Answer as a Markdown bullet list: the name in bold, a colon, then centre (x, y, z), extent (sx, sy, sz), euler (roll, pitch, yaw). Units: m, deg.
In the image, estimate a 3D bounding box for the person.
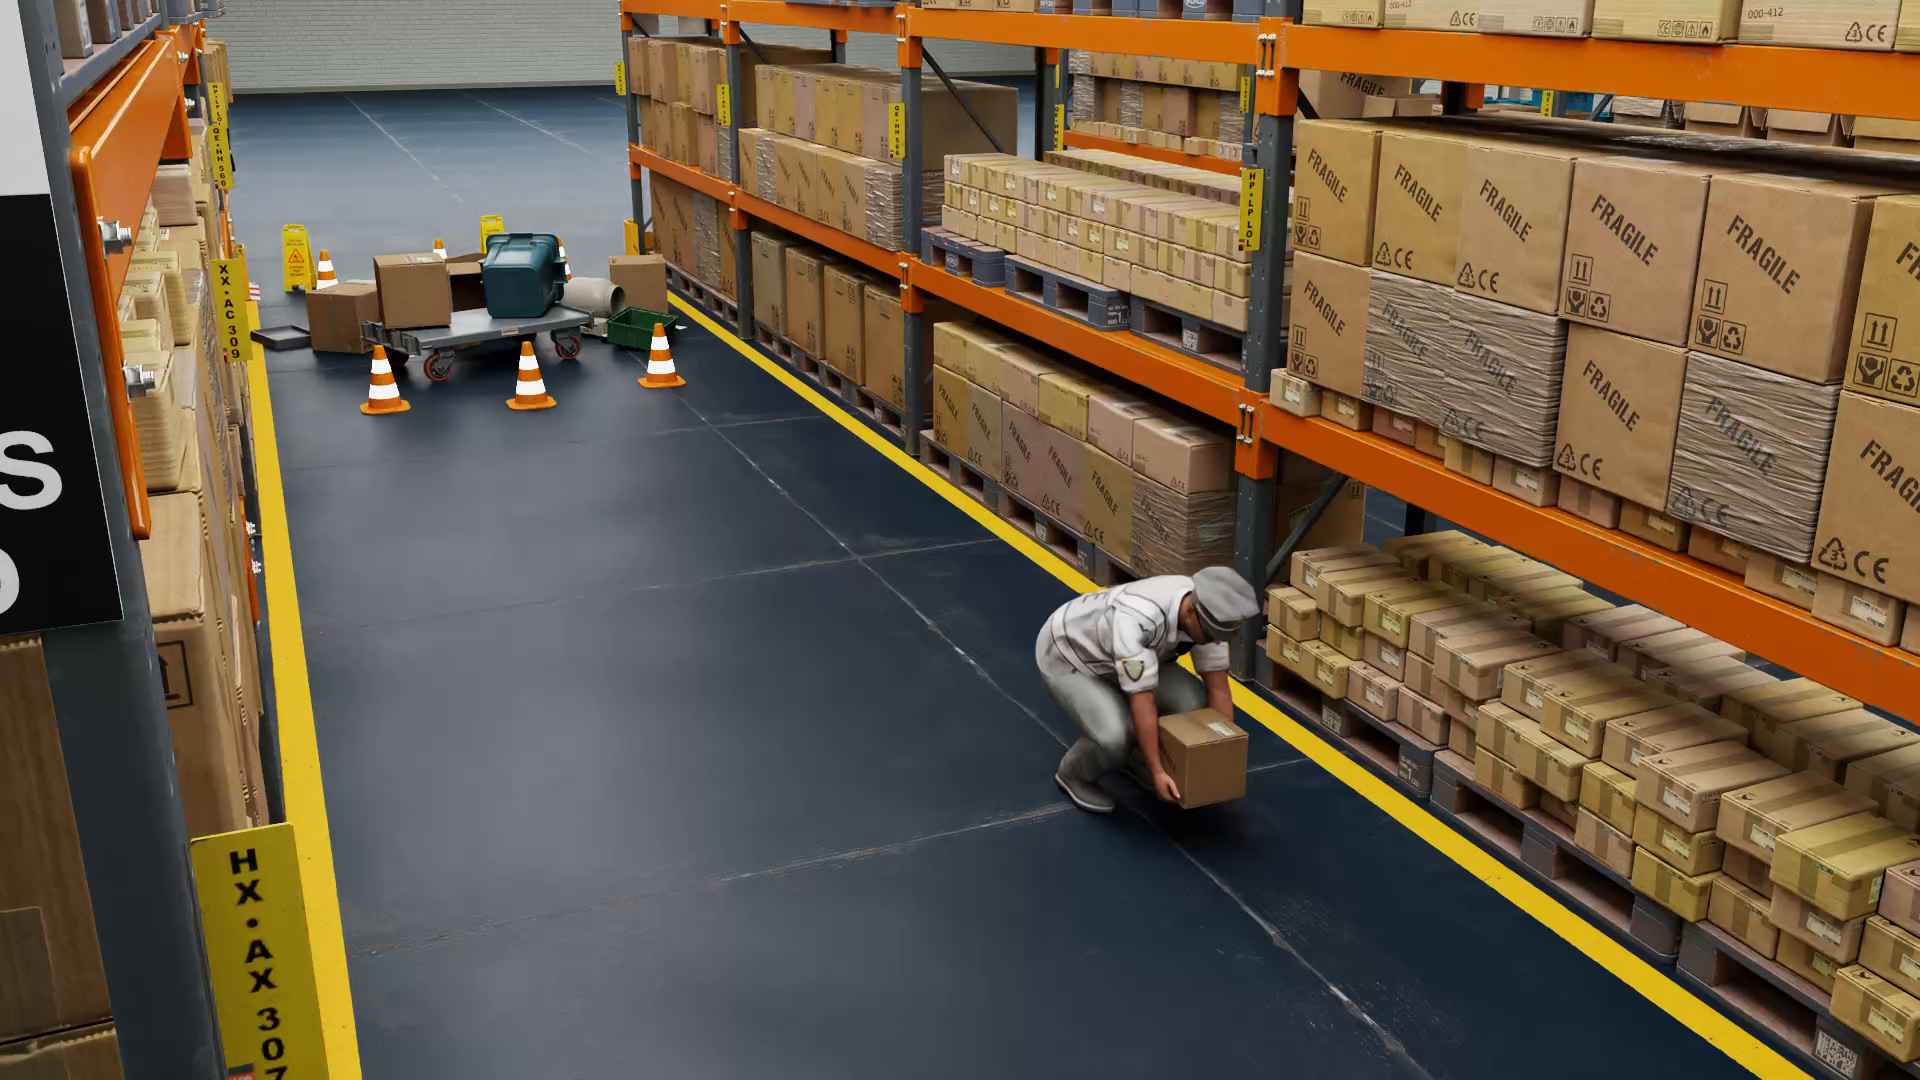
- **person**: centre (0.683, 0.518, 6.171), extent (0.534, 1.030, 0.936), euler (-12, 22, -32)
